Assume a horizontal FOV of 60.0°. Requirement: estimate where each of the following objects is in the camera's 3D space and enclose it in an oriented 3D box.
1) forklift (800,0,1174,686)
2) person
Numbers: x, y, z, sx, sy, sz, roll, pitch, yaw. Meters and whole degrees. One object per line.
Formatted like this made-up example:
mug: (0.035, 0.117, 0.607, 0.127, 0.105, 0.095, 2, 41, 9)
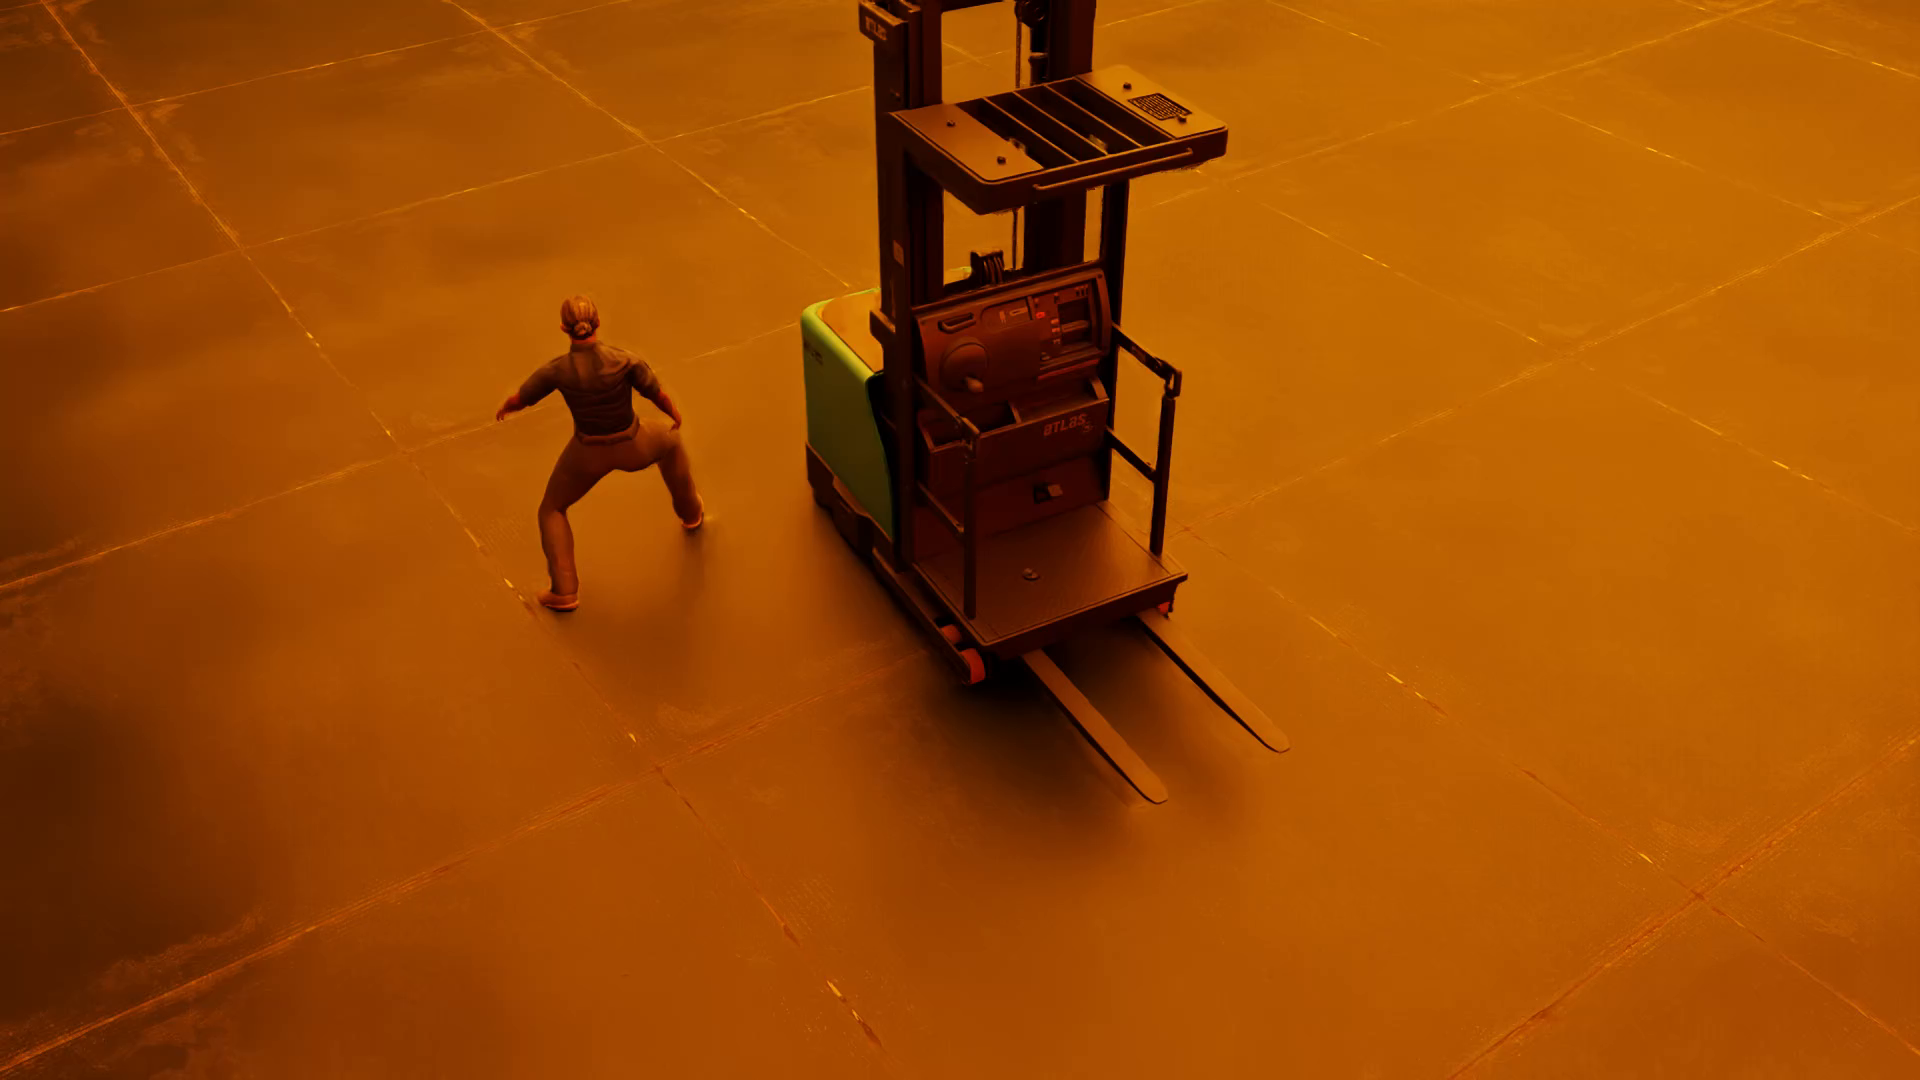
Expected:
forklift: (0.348, -0.833, 7.071, 1.130, 2.935, 3.031, -18, 40, -23)
person: (-1.711, -0.479, 7.849, 0.927, 1.523, 0.787, -7, 37, -9)
